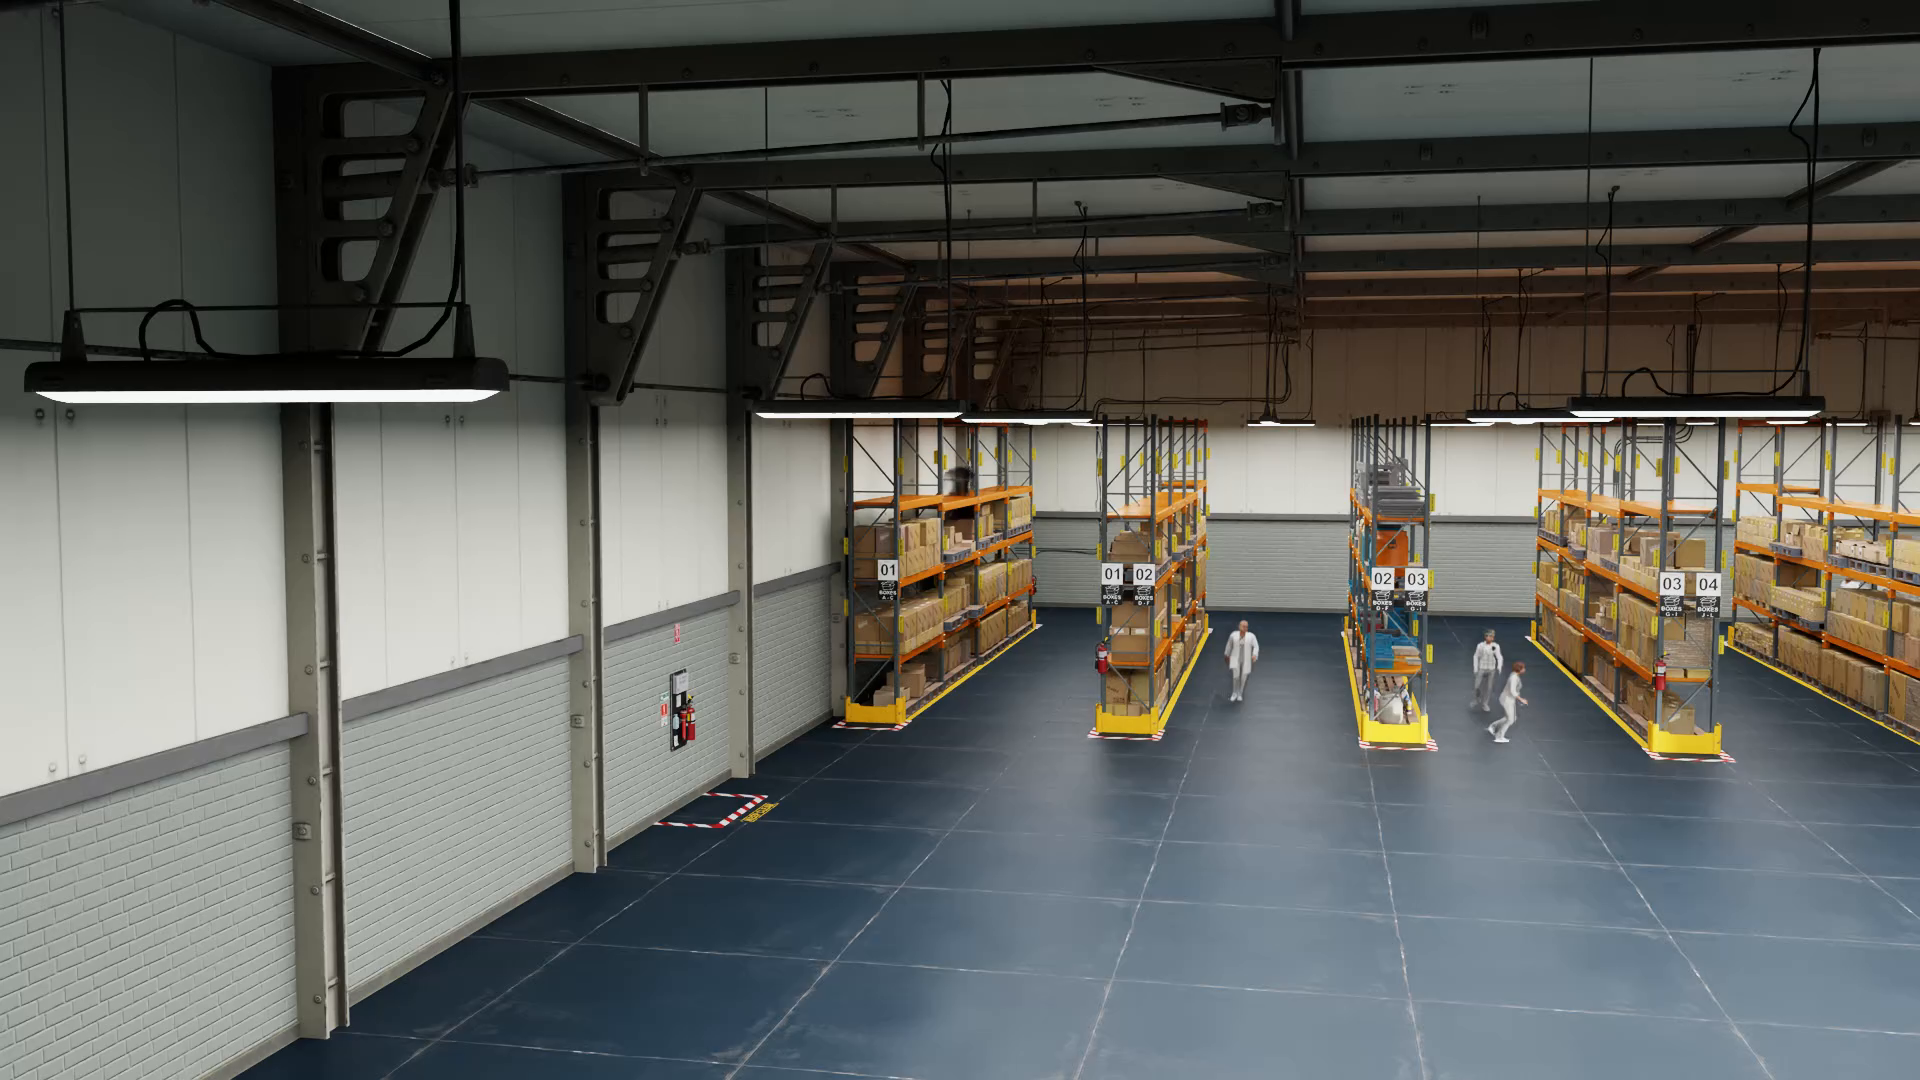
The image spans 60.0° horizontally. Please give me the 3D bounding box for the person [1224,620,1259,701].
[{"bbox_3d":[5.890,2.527,34.682,0.670,1.719,0.881,0,4,2],"label":"person"}]

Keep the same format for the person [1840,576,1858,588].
[{"bbox_3d":[24.618,1.757,46.129,0.841,1.816,0.678,-1,4,-18],"label":"person"}]

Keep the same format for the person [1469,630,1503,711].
[{"bbox_3d":[10.692,2.652,33.764,0.636,1.670,0.626,1,4,14],"label":"person"}]

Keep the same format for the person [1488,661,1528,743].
[{"bbox_3d":[9.986,2.951,30.296,0.703,1.509,0.519,2,4,25],"label":"person"}]
